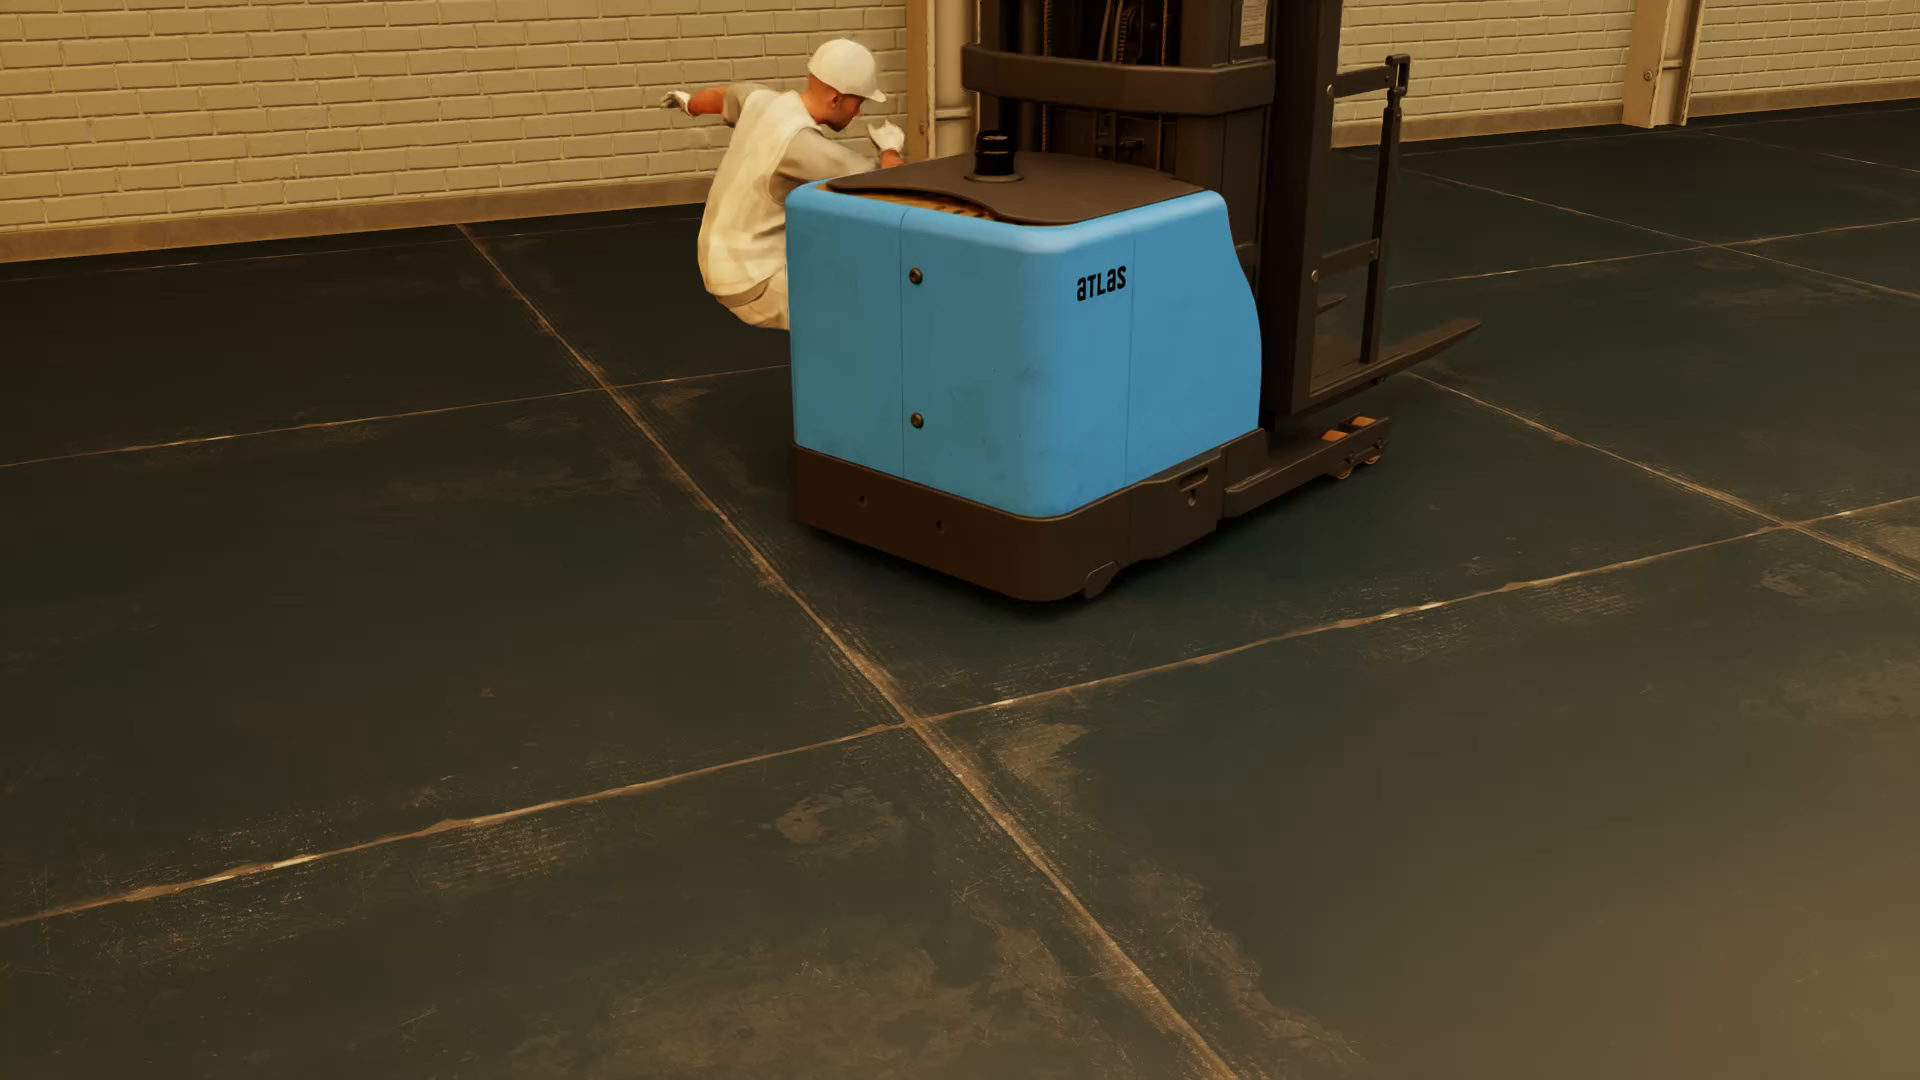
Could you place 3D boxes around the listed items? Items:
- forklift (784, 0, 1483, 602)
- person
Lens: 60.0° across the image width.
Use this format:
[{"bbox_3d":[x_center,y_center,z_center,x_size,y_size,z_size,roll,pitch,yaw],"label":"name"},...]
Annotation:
[{"bbox_3d":[0.834,-1.670,5.307,1.130,2.935,3.031,19,29,38],"label":"forklift"},{"bbox_3d":[-0.503,-0.991,5.689,0.843,1.431,1.311,-6,23,-15],"label":"person"}]
